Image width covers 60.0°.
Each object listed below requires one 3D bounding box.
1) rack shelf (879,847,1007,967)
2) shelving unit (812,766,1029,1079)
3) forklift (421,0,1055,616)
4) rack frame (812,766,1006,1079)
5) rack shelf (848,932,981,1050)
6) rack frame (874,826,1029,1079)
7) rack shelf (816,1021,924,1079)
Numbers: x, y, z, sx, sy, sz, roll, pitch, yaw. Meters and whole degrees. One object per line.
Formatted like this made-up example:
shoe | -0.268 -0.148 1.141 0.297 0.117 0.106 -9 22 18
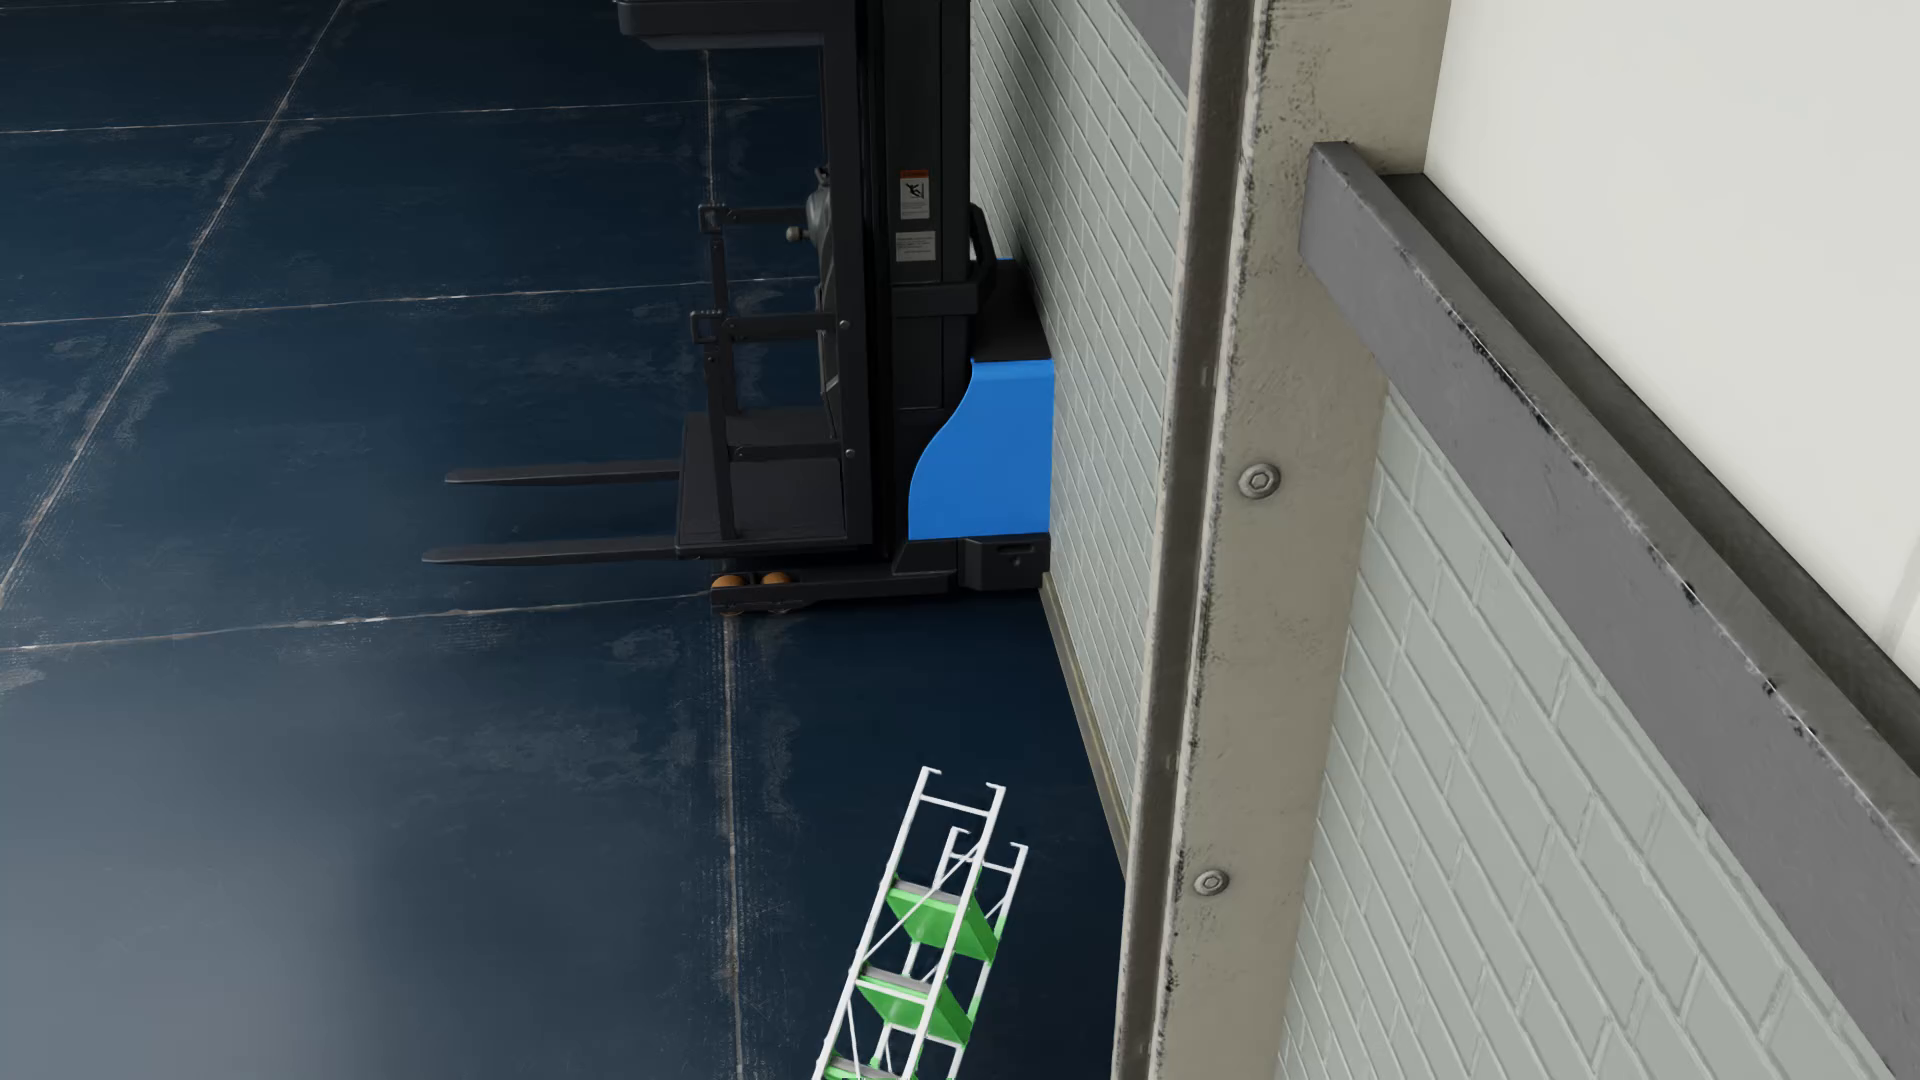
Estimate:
rack shelf | -0.042 1.015 4.600 0.258 0.480 0.148 12 64 17
shelving unit | -0.136 1.274 4.472 0.258 0.503 1.200 12 64 17
forklift | -0.708 -1.214 6.428 3.031 2.935 1.130 -3 34 -5
rack frame | -0.176 1.156 4.262 0.240 0.015 1.200 12 64 17
rack shelf | -0.116 1.220 4.499 0.258 0.480 0.148 12 64 17
rack frame | -0.097 1.392 4.682 0.240 0.015 1.200 12 64 17
rack shelf | -0.191 1.424 4.398 0.258 0.480 0.148 12 64 17
